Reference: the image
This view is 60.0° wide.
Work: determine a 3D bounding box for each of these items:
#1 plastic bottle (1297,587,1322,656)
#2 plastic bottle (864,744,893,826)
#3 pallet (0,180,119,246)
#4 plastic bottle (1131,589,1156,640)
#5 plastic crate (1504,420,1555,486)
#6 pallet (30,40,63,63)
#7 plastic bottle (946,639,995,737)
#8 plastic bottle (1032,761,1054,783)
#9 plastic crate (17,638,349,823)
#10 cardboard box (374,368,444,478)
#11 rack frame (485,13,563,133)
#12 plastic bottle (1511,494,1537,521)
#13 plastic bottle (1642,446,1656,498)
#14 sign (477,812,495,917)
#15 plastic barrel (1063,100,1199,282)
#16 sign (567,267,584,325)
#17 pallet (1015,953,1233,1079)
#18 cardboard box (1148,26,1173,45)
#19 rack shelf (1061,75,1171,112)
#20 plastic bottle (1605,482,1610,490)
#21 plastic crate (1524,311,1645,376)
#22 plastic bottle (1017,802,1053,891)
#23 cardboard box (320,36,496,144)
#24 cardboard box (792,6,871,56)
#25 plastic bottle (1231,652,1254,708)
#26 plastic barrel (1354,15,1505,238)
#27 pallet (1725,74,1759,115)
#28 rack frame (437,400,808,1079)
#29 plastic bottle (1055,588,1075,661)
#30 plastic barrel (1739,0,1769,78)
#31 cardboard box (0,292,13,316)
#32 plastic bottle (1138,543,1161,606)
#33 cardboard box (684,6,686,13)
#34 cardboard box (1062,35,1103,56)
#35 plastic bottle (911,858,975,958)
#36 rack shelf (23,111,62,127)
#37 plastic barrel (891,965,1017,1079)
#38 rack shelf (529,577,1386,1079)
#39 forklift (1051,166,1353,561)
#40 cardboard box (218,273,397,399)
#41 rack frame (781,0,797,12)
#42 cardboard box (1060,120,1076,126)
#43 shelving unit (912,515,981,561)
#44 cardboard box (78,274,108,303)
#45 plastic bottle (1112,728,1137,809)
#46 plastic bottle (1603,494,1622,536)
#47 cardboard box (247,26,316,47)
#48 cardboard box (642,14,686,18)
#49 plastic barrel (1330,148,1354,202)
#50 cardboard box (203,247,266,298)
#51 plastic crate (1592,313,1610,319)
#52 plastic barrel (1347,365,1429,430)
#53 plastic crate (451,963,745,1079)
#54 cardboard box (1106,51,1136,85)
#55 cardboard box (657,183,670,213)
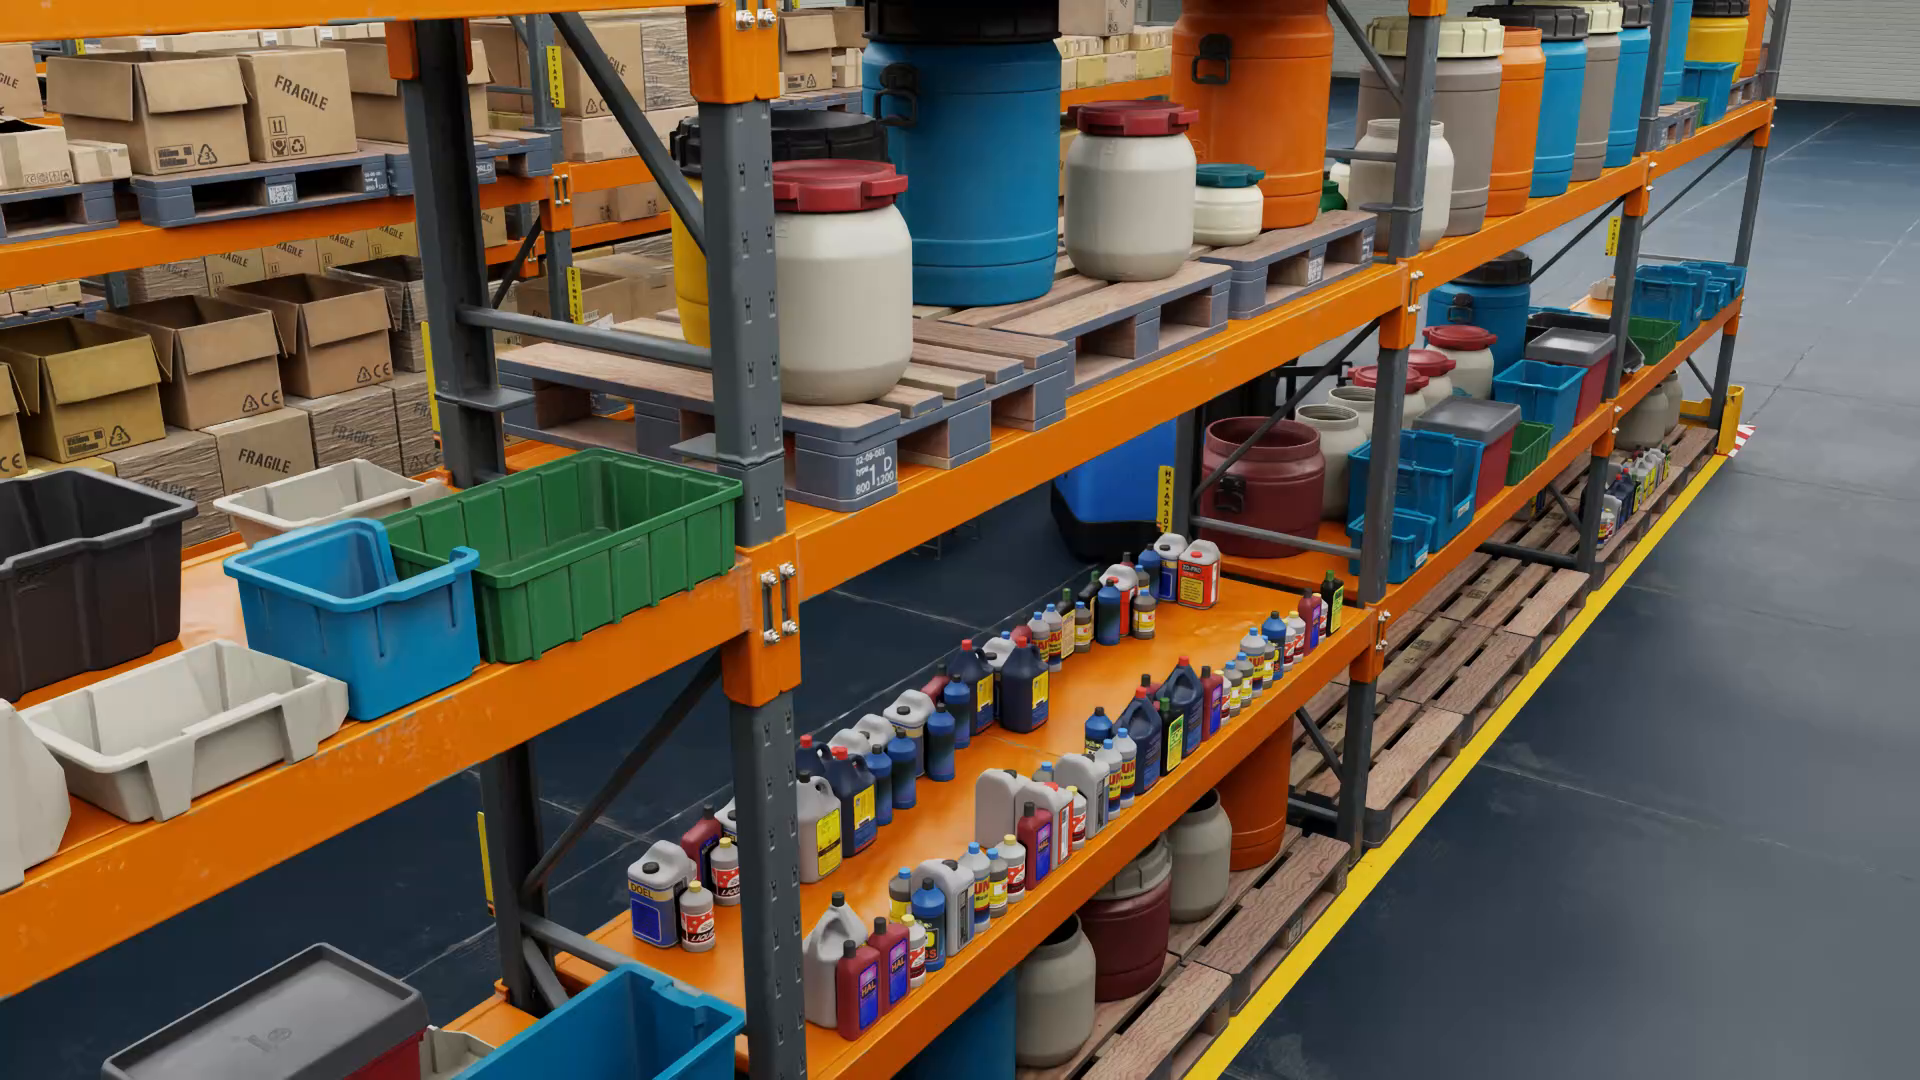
[{"bbox_3d":[1.416,0.317,6.751,0.061,0.283,0.133,13,24,32],"label":"plastic bottle"},{"bbox_3d":[-0.271,0.799,5.468,0.097,0.271,0.097,0,20,0],"label":"plastic bottle"},{"bbox_3d":[-4.450,-1.411,7.207,0.805,0.209,1.217,12,24,30],"label":"pallet"},{"bbox_3d":[0.764,0.303,6.908,0.097,0.201,0.097,0,20,0],"label":"plastic bottle"},{"bbox_3d":[2.924,-0.496,9.089,0.450,0.188,0.662,13,24,32],"label":"plastic crate"},{"bbox_3d":[-9.639,-4.913,16.671,1.213,0.211,1.003,13,24,32],"label":"pallet"},{"bbox_3d":[0.037,0.524,6.095,0.144,0.351,0.185,13,24,32],"label":"plastic bottle"},{"bbox_3d":[0.285,0.828,5.488,0.097,0.201,0.097,0,20,0],"label":"plastic bottle"},{"bbox_3d":[-1.228,0.301,2.684,0.293,0.136,0.466,13,24,32],"label":"plastic crate"},{"bbox_3d":[-3.033,-0.684,9.146,0.500,0.500,0.500,13,24,31],"label":"cardboard box"},{"bbox_3d":[-2.676,-3.782,9.019,1.000,3.000,0.127,13,24,32],"label":"rack frame"},{"bbox_3d":[3.912,-0.327,11.510,0.144,0.351,0.185,13,24,32],"label":"plastic bottle"},{"bbox_3d":[4.916,-0.495,11.963,0.144,0.351,0.185,14,25,34],"label":"plastic bottle"},{"bbox_3d":[-1.282,0.907,4.590,0.100,0.325,0.005,13,24,32],"label":"sign"},{"bbox_3d":[0.549,-1.132,5.377,0.433,0.535,0.433,0,20,0],"label":"plastic barrel"},{"bbox_3d":[-2.215,-1.404,9.569,0.100,0.325,0.005,13,24,32],"label":"sign"},{"bbox_3d":[0.326,1.888,6.357,1.003,0.211,1.213,13,24,32],"label":"pallet"},{"bbox_3d":[1.924,-4.647,15.322,0.380,0.149,0.250,13,24,32],"label":"cardboard box"},{"bbox_3d":[0.697,-3.760,14.319,1.077,0.370,4.000,13,24,32],"label":"rack shelf"},{"bbox_3d":[4.448,-0.293,11.532,0.097,0.271,0.097,0,20,0],"label":"plastic bottle"},{"bbox_3d":[4.069,-1.247,10.901,0.767,0.338,0.504,13,24,32],"label":"plastic crate"},{"bbox_3d":[0.230,0.923,5.115,0.061,0.283,0.133,13,24,32],"label":"plastic bottle"},{"bbox_3d":[-2.959,-2.432,8.938,0.797,0.503,0.637,15,25,35],"label":"cardboard box"},{"bbox_3d":[-0.773,-3.653,12.239,0.797,0.503,0.637,12,23,29],"label":"cardboard box"},{"bbox_3d":[1.063,0.525,6.308,0.097,0.201,0.097,0,20,0],"label":"plastic bottle"},{"bbox_3d":[2.062,-1.838,7.364,0.600,0.901,0.600,0,20,0],"label":"plastic barrel"},{"bbox_3d":[5.372,-3.398,12.576,1.003,0.211,1.213,13,24,32],"label":"pallet"},{"bbox_3d":[-0.828,1.145,4.346,1.000,3.000,0.127,13,24,32],"label":"rack frame"},{"bbox_3d":[0.407,0.342,6.686,0.061,0.283,0.133,13,24,32],"label":"plastic bottle"},{"bbox_3d":[5.750,-3.939,12.543,0.600,0.830,0.708,13,24,32],"label":"plastic barrel"},{"bbox_3d":[-6.903,-1.668,11.708,0.380,0.149,0.250,14,24,33],"label":"cardboard box"},{"bbox_3d":[0.822,0.147,7.230,0.097,0.271,0.097,0,20,0],"label":"plastic bottle"},{"bbox_3d":[-2.833,-5.498,17.019,0.500,0.250,0.500,13,24,32],"label":"cardboard box"},{"bbox_3d":[0.994,-4.206,14.129,0.380,0.149,0.250,12,23,29],"label":"cardboard box"},{"bbox_3d":[-0.047,1.040,4.810,0.152,0.276,0.135,13,24,32],"label":"plastic bottle"},{"bbox_3d":[-7.845,-2.461,10.807,1.077,0.370,4.000,13,24,32],"label":"rack shelf"},{"bbox_3d":[-0.110,1.576,5.600,0.600,0.901,0.708,13,24,32],"label":"plastic barrel"},{"bbox_3d":[0.296,0.908,6.022,1.077,0.370,4.000,13,24,32],"label":"rack shelf"},{"bbox_3d":[2.220,-1.445,11.446,3.031,2.935,1.130,-3,20,-7],"label":"forklift"},{"bbox_3d":[-3.469,-1.093,8.806,0.797,0.503,0.637,14,24,33],"label":"cardboard box"},{"bbox_3d":[-2.224,-7.074,17.918,1.000,3.000,0.127,13,24,32],"label":"rack frame"},{"bbox_3d":[1.157,-3.426,14.689,0.500,0.500,0.500,13,24,32],"label":"cardboard box"},{"bbox_3d":[-0.093,-0.515,11.428,0.258,1.200,0.503,13,24,32],"label":"shelving unit"},{"bbox_3d":[-6.690,-2.194,13.227,0.500,0.500,0.500,13,24,32],"label":"cardboard box"},{"bbox_3d":[0.541,0.759,5.576,0.097,0.271,0.097,0,20,0],"label":"plastic bottle"},{"bbox_3d":[4.370,-0.183,11.229,0.152,0.276,0.135,14,25,34],"label":"plastic bottle"},{"bbox_3d":[-5.562,-4.030,13.391,0.500,0.311,0.500,13,24,31],"label":"cardboard box"},{"bbox_3d":[-1.634,-3.032,10.450,0.500,0.500,0.500,12,24,30],"label":"cardboard box"},{"bbox_3d":[1.943,-1.755,8.062,0.301,0.262,0.301,0,20,0],"label":"plastic barrel"},{"bbox_3d":[-5.962,-2.235,13.338,0.500,0.500,0.500,13,24,31],"label":"cardboard box"},{"bbox_3d":[4.373,-1.542,11.990,0.530,0.136,0.437,13,24,32],"label":"plastic crate"},{"bbox_3d":[2.294,-0.648,8.997,0.433,0.535,0.433,0,20,0],"label":"plastic barrel"},{"bbox_3d":[-0.808,1.325,3.797,0.392,0.384,0.575,13,24,32],"label":"plastic crate"},{"bbox_3d":[1.187,-4.124,14.481,0.500,0.250,0.500,14,24,33],"label":"cardboard box"},{"bbox_3d":[-3.368,-3.757,17.382,0.875,0.550,0.500,13,24,32],"label":"cardboard box"}]
